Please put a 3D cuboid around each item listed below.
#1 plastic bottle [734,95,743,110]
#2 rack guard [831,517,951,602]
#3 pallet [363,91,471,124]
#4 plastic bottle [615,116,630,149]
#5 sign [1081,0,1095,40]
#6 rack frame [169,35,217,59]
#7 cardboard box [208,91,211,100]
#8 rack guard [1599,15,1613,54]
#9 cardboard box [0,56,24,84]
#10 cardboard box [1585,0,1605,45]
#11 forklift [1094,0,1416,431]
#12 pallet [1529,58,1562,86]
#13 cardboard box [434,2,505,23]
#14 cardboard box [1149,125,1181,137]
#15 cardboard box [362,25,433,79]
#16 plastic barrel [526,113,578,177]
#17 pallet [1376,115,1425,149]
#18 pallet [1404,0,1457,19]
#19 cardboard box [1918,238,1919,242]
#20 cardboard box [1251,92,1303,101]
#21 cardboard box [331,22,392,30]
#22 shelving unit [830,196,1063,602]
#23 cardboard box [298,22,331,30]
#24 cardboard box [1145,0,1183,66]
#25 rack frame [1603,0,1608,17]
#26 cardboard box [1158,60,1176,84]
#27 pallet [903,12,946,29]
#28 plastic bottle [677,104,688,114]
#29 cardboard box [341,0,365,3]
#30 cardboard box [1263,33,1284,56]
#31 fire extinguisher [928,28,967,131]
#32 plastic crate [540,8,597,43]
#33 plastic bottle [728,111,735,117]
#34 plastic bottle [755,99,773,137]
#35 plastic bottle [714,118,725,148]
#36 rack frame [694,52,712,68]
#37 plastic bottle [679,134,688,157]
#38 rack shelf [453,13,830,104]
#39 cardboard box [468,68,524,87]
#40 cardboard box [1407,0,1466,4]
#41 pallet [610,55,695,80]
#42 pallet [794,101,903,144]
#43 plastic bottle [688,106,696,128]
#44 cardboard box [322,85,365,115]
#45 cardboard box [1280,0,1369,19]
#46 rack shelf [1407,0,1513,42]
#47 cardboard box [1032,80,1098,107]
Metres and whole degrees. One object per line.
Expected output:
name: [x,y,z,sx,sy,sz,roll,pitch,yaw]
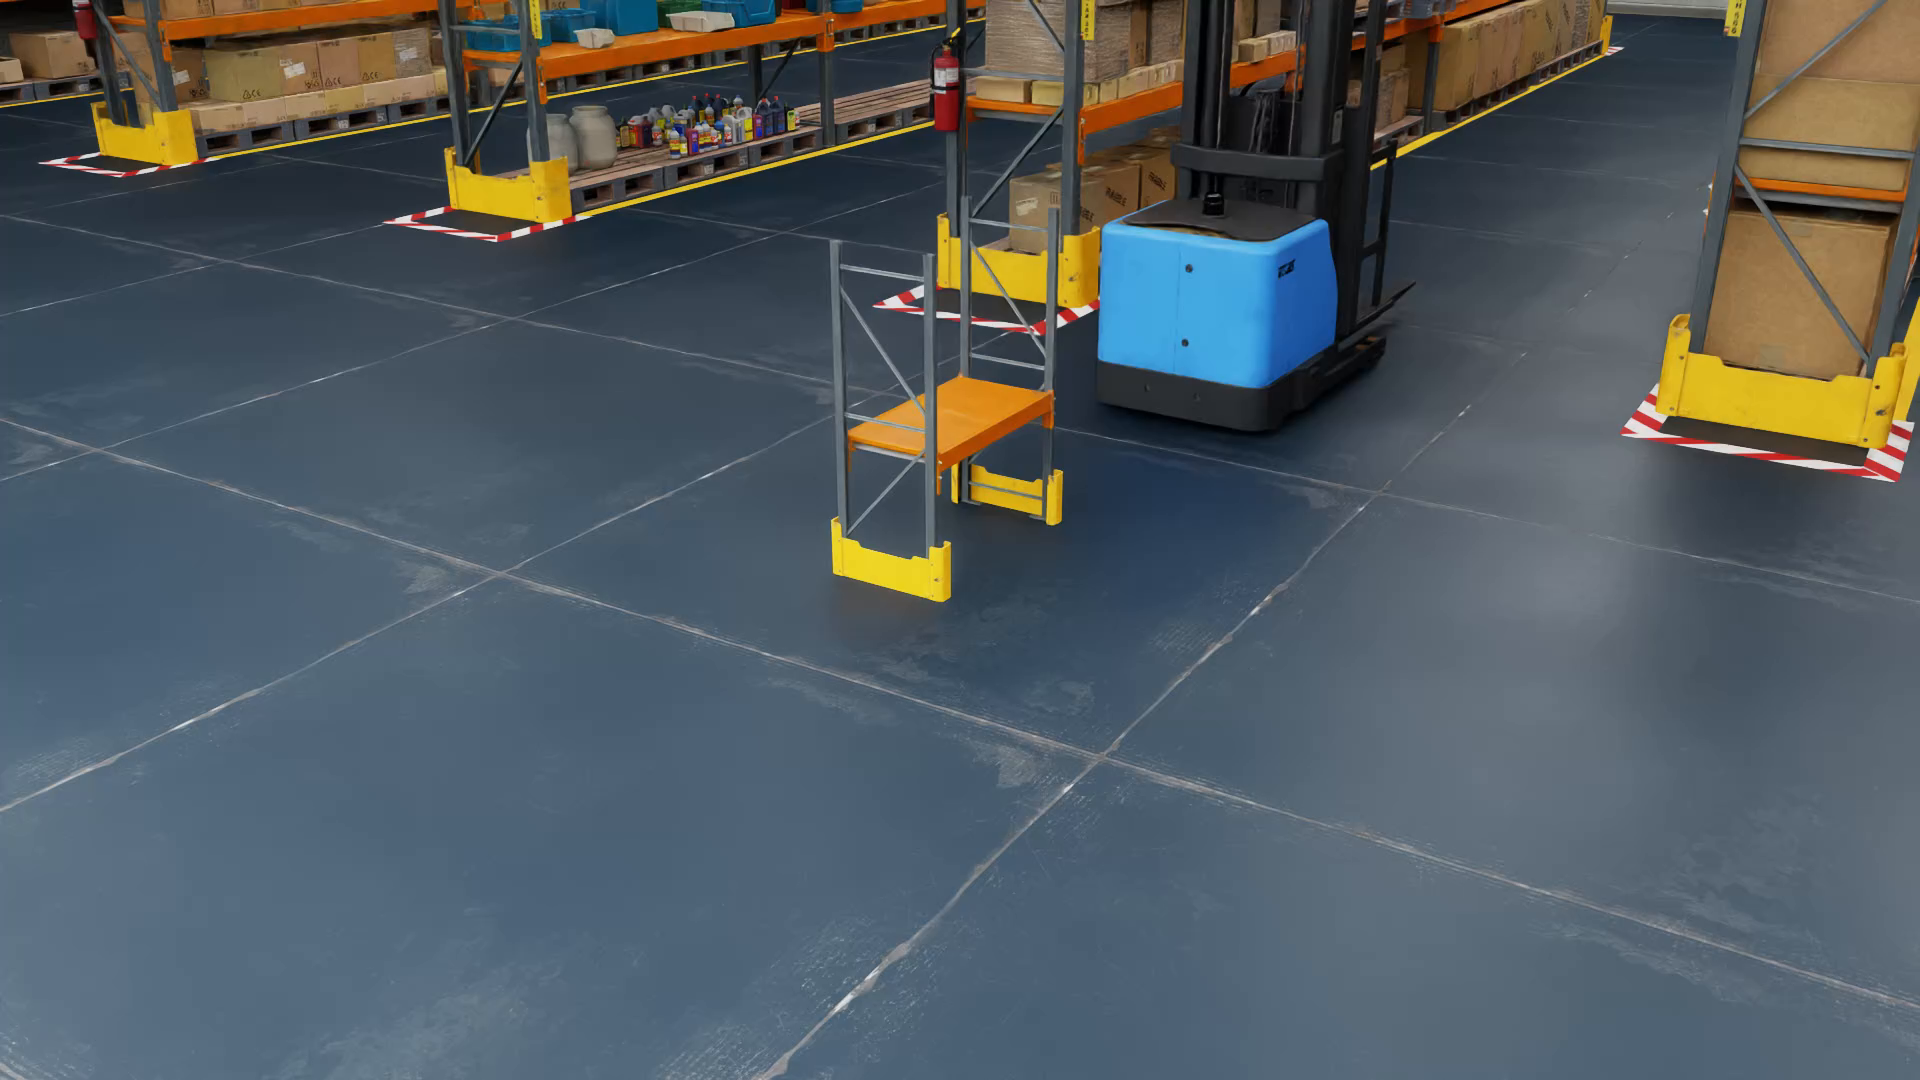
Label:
plastic bottle: [-2.276,-4.437,17.103,0.097,0.271,0.097,0,23,0]
rack guard: [-0.303,0.079,7.253,0.587,0.250,0.087,14,27,29]
pallet: [-6.397,-5.003,19.040,1.003,0.211,1.213,14,27,29]
plastic bottle: [-3.203,-3.863,15.763,0.061,0.283,0.133,15,27,30]
sign: [0.823,-3.398,10.734,0.100,0.325,0.005,14,27,29]
rack frame: [-10.152,-7.579,21.481,1.000,3.000,0.127,14,27,29]
cardboard box: [-7.766,-4.537,17.387,0.500,0.250,0.500,14,27,29]
rack guard: [8.815,-7.376,24.158,1.175,0.500,0.348,14,27,29]
cardboard box: [-11.520,-5.604,19.749,0.500,0.311,0.500,16,28,33]
cardboard box: [8.532,-7.500,23.444,0.875,0.875,0.875,14,27,29]
forklift: [1.978,-2.462,9.749,1.130,2.935,3.031,14,27,30]
pallet: [7.160,-6.125,21.634,1.003,0.211,1.213,14,27,29]
cardboard box: [-7.543,-8.356,25.453,0.750,0.750,0.750,13,27,28]
cardboard box: [1.932,-3.189,13.958,0.500,0.500,0.500,-18,29,-36]
cardboard box: [-6.274,-5.448,18.548,0.500,0.500,0.500,14,27,29]
plastic barrel: [-3.563,-3.442,14.527,0.421,0.512,0.421,0,23,0]
pallet: [4.169,-4.272,17.351,1.003,0.211,1.213,14,27,29]
pallet: [4.297,-5.464,16.837,1.213,0.211,1.003,14,27,29]
cardboard box: [6.884,-2.780,12.699,1.050,0.750,0.750,14,27,29]
cardboard box: [3.082,-3.879,15.528,0.700,0.500,0.500,14,27,29]
cardboard box: [-6.710,-5.556,18.796,0.500,0.500,0.500,14,27,29]
shelving unit: [-0.040,-0.663,7.393,0.587,1.500,1.083,14,27,29]
cardboard box: [-9.245,-7.234,23.277,0.700,0.500,0.500,14,27,30]
cardboard box: [1.138,-3.830,12.322,0.875,0.500,0.500,14,27,29]
rack frame: [8.802,-8.515,23.643,1.000,3.000,0.127,14,27,29]
cardboard box: [1.369,-3.469,12.303,0.380,0.149,0.250,14,27,29]
pallet: [-0.716,-8.607,27.367,1.003,0.211,1.213,14,27,29]
plastic bottle: [-2.736,-4.162,16.453,0.061,0.283,0.133,15,28,31]
cardboard box: [-6.711,-6.089,17.913,0.700,0.500,0.500,14,27,30]
cardboard box: [2.469,-4.133,13.837,0.380,0.149,0.250,14,27,29]
fire extinguisher: [-0.090,-3.137,11.318,0.296,0.674,0.183,14,27,29]
plastic crate: [-3.488,-4.534,14.635,0.499,0.251,0.408,14,27,29]
plastic bottle: [-2.203,-4.019,16.124,0.061,0.283,0.133,14,27,29]
plastic bottle: [-1.932,-4.146,16.333,0.144,0.351,0.185,12,26,26]
plastic bottle: [-2.284,-3.867,15.787,0.097,0.271,0.097,0,23,0]
rack frame: [-3.832,-7.892,22.204,1.000,3.000,0.127,14,27,29]
plastic bottle: [-2.570,-3.652,15.378,0.097,0.201,0.097,0,23,0]
rack shelf: [-2.791,-4.497,15.269,1.077,0.370,4.000,14,27,29]
cardboard box: [-5.519,-5.557,19.743,0.500,0.250,0.500,13,27,28]
cardboard box: [5.070,-5.968,17.633,0.500,0.500,0.500,15,27,30]
pallet: [-4.299,-6.343,22.135,1.003,0.211,1.213,14,27,29]
pallet: [-1.354,-4.496,17.870,1.003,0.211,1.213,14,27,29]
plastic bottle: [-2.659,-4.146,16.431,0.097,0.271,0.097,0,23,0]
cardboard box: [-6.787,-4.763,17.909,0.500,0.250,0.500,14,27,29]
cardboard box: [3.010,-5.171,14.636,1.000,1.000,1.000,14,27,29]
rack shelf: [5.637,-6.160,19.108,1.077,0.370,4.000,14,27,29]
cardboard box: [0.715,-3.046,11.326,0.380,0.149,0.250,14,27,29]
